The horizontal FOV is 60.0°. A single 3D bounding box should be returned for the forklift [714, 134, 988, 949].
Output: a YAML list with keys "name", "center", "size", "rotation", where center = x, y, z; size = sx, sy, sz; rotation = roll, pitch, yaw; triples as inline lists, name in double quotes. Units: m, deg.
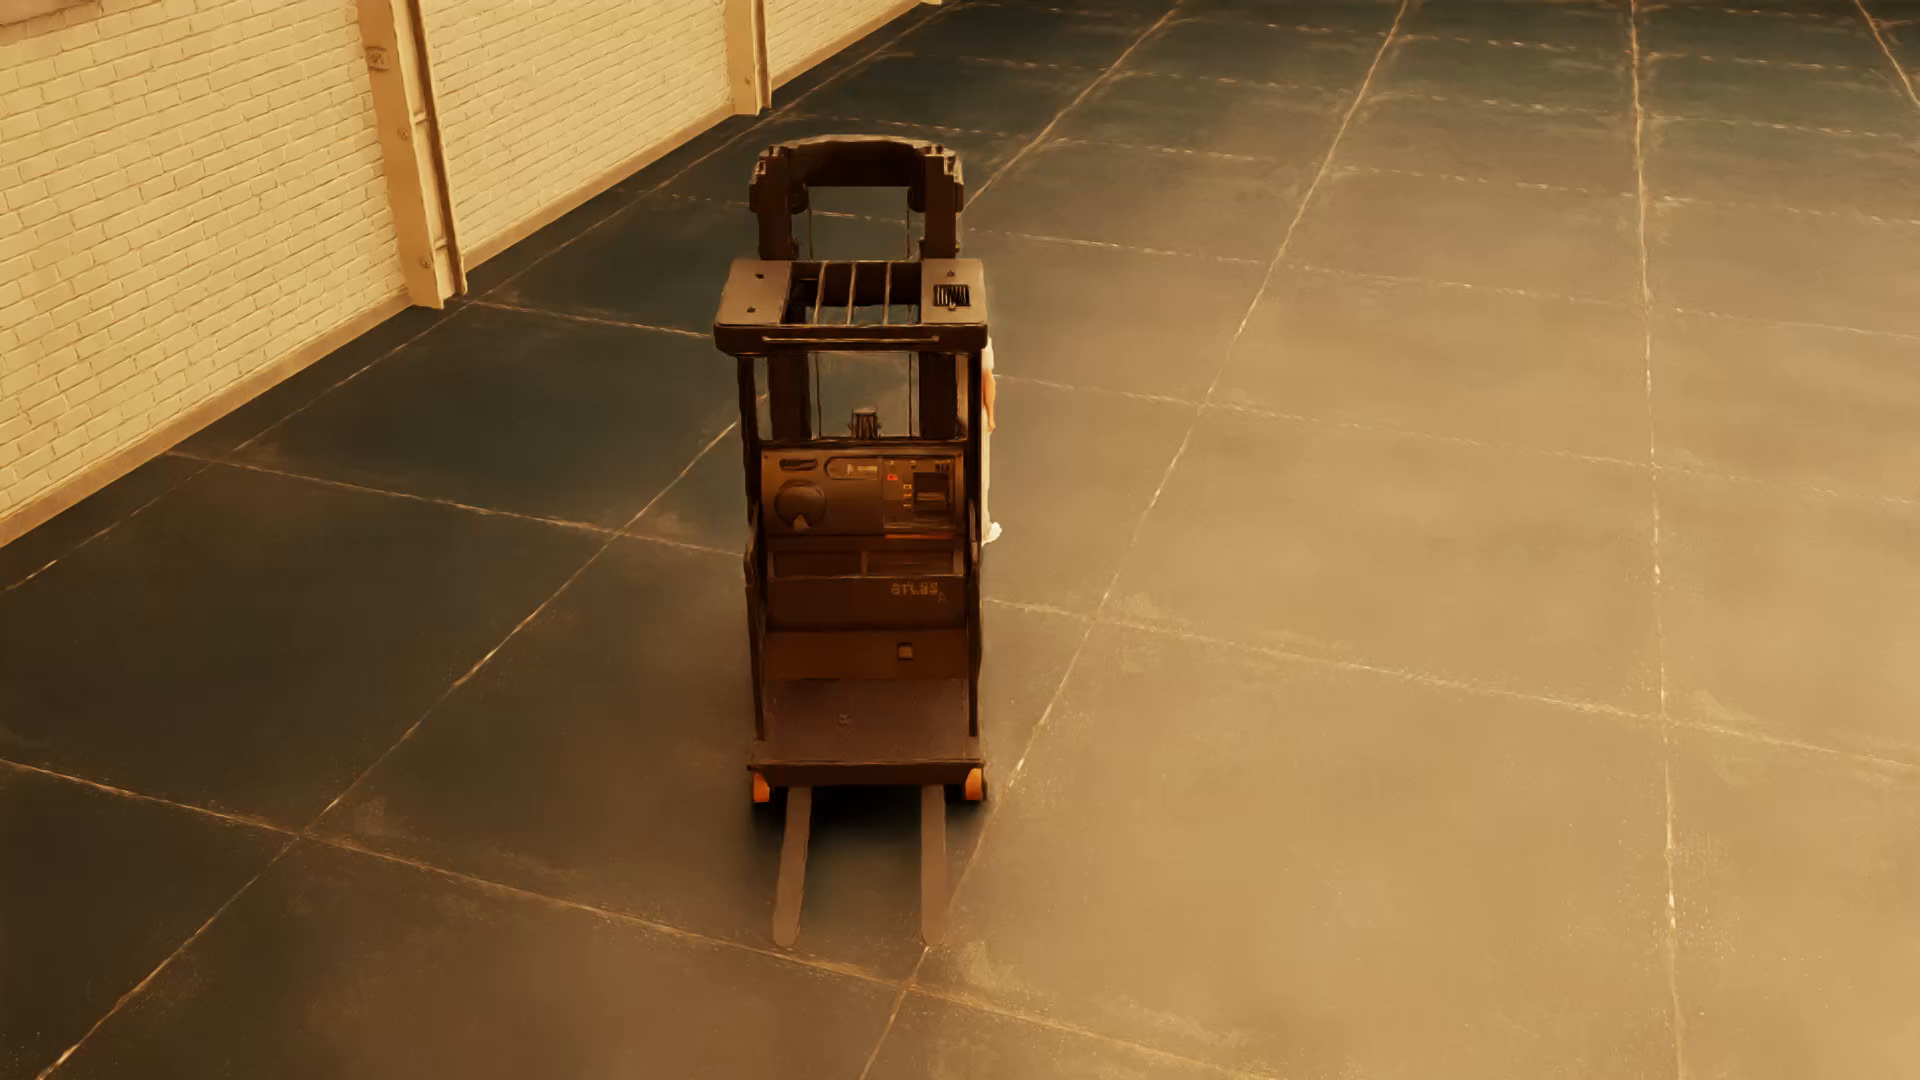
- name: "forklift"
  center: [-0.439, -0.179, 7.451]
  size: [1.130, 2.935, 3.031]
  rotation: [-1, 30, -1]

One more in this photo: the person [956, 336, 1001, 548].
- name: "person"
  center: [0.002, -0.731, 9.689]
  size: [0.432, 1.673, 0.365]
  rotation: [10, 31, 16]
